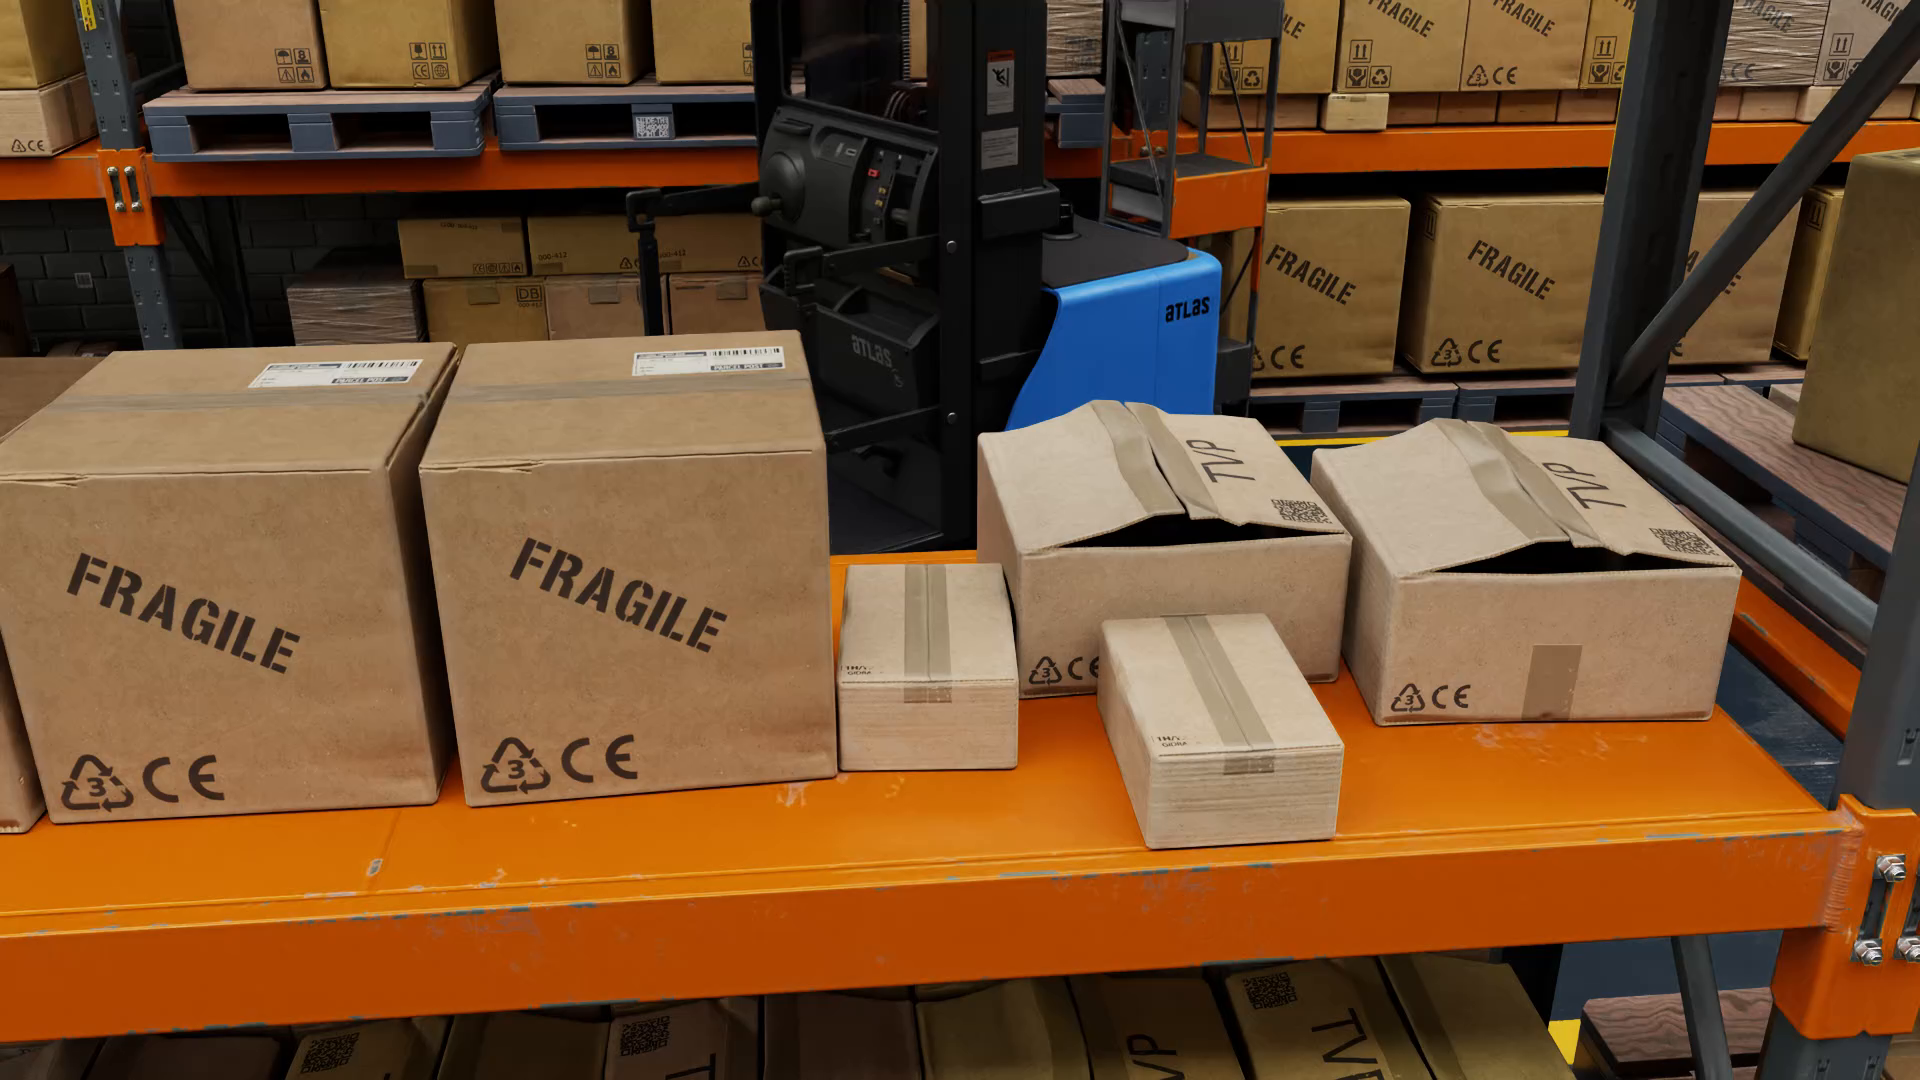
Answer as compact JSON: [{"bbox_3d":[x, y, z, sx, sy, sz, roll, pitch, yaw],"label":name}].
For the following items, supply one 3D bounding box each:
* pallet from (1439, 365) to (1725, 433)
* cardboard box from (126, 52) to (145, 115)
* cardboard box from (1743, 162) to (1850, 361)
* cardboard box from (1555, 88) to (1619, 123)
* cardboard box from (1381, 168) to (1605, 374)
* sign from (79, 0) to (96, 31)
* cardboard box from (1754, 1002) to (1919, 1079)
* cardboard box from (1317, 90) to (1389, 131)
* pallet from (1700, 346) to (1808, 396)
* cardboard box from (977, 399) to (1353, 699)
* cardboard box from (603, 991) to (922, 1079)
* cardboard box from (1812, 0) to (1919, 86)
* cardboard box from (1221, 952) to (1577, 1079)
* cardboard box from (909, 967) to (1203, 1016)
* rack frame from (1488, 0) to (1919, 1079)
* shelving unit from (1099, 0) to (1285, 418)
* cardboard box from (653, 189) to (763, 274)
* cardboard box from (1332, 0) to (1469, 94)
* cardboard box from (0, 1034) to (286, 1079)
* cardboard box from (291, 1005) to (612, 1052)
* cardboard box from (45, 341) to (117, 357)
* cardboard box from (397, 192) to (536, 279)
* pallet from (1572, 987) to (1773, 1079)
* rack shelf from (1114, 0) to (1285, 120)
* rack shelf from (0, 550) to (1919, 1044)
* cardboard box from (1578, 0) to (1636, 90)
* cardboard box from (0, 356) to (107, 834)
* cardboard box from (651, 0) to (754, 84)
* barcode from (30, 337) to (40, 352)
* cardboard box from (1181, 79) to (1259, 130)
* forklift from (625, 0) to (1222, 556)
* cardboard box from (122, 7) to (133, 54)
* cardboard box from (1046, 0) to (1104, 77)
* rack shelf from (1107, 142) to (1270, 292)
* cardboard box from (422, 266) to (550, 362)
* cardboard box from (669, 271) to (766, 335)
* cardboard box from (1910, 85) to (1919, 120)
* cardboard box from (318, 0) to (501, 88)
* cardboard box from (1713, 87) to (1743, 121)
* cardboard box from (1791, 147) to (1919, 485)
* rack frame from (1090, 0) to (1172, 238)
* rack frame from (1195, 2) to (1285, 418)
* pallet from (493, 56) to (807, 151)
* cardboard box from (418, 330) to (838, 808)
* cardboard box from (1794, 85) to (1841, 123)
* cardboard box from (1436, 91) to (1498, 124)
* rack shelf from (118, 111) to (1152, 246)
[{"bbox_3d":[2.727,-0.785,7.756,1.213,0.211,1.003,-2,24,-5],"label":"pallet"},{"bbox_3d":[-3.746,-1.860,6.901,0.500,0.250,0.500,-2,24,-5],"label":"cardboard box"},{"bbox_3d":[4.070,-1.302,7.615,0.750,0.750,0.750,-2,24,-5],"label":"cardboard box"},{"bbox_3d":[2.600,-1.890,7.094,0.250,0.149,0.380,-2,24,-5],"label":"cardboard box"},{"bbox_3d":[2.341,-1.229,7.452,0.750,0.750,0.750,-2,24,-5],"label":"cardboard box"},{"bbox_3d":[-3.196,-2.028,6.053,0.005,0.325,0.100,-2,24,-5],"label":"sign"},{"bbox_3d":[1.696,1.030,2.776,0.500,0.500,0.500,-1,24,-3],"label":"cardboard box"},{"bbox_3d":[1.599,-1.808,6.908,0.250,0.149,0.380,-2,24,-4],"label":"cardboard box"},{"bbox_3d":[3.944,-0.835,7.869,1.213,0.211,1.003,-2,24,-5],"label":"pallet"},{"bbox_3d":[0.305,-0.011,2.690,0.500,0.311,0.500,-3,24,-6],"label":"cardboard box"},{"bbox_3d":[-0.302,0.963,2.569,0.500,0.311,0.500,-2,24,-5],"label":"cardboard box"},{"bbox_3d":[3.763,-2.217,7.030,0.500,0.500,0.500,-2,24,-5],"label":"cardboard box"},{"bbox_3d":[0.717,0.920,2.665,0.500,0.311,0.500,-2,24,-4],"label":"cardboard box"},{"bbox_3d":[0.142,0.726,3.101,0.500,0.311,0.500,-3,24,-6],"label":"cardboard box"},{"bbox_3d":[1.214,-0.009,2.576,0.127,3.000,1.000,-2,24,-5],"label":"rack frame"},{"bbox_3d":[0.861,-1.243,6.448,0.503,2.100,0.431,-15,28,-32],"label":"shelving unit"},{"bbox_3d":[-1.072,-1.342,7.190,0.500,0.250,0.500,-2,24,-5],"label":"cardboard box"},{"bbox_3d":[1.755,-2.135,6.845,0.500,0.500,0.500,-2,24,-3],"label":"cardboard box"},{"bbox_3d":[-1.317,1.005,2.475,0.500,0.311,0.500,-3,24,-7],"label":"cardboard box"},{"bbox_3d":[-0.877,0.766,3.010,0.500,0.311,0.500,-3,24,-6],"label":"cardboard box"},{"bbox_3d":[-3.786,-0.724,7.132,0.250,0.166,0.380,-5,25,-12],"label":"cardboard box"},{"bbox_3d":[-2.088,-1.308,7.111,0.500,0.250,0.500,-3,24,-6],"label":"cardboard box"},{"bbox_3d":[1.961,1.251,3.175,1.213,0.211,1.003,-2,24,-5],"label":"pallet"},{"bbox_3d":[0.873,-1.873,6.176,0.480,0.518,0.431,-15,28,-32],"label":"rack shelf"},{"bbox_3d":[-0.776,0.400,2.543,4.000,0.370,1.077,-2,24,-5],"label":"rack shelf"},{"bbox_3d":[2.766,-2.178,6.943,0.500,0.500,0.500,-2,24,-4],"label":"cardboard box"},{"bbox_3d":[-1.476,0.060,2.298,0.500,0.500,0.500,-1,24,-1],"label":"cardboard box"},{"bbox_3d":[-0.981,-2.176,6.788,0.500,0.500,0.700,-2,24,-5],"label":"cardboard box"},{"bbox_3d":[-4.132,-0.869,7.393,0.075,0.075,0.001,-2,24,-5],"label":"barcode"},{"bbox_3d":[1.074,-1.825,6.947,0.250,0.149,0.380,-3,24,-6],"label":"cardboard box"},{"bbox_3d":[-0.538,-1.155,5.241,3.031,2.935,1.130,-17,29,-33],"label":"forklift"},{"bbox_3d":[-3.745,-2.200,6.743,0.500,0.500,0.500,-3,24,-6],"label":"cardboard box"},{"bbox_3d":[0.257,-2.235,6.920,0.500,0.500,0.700,-5,24,-11],"label":"cardboard box"},{"bbox_3d":[0.861,-1.230,6.453,0.480,0.518,0.431,-15,28,-32],"label":"rack shelf"},{"bbox_3d":[-2.017,-0.987,7.313,0.500,0.500,0.700,-3,24,-6],"label":"cardboard box"},{"bbox_3d":[-1.003,-1.015,7.376,0.500,0.500,0.700,-2,24,-5],"label":"cardboard box"},{"bbox_3d":[4.147,-1.917,7.155,0.250,0.149,0.380,-2,24,-4],"label":"cardboard box"},{"bbox_3d":[-2.190,-2.124,6.670,0.500,0.500,0.700,0,24,0],"label":"cardboard box"},{"bbox_3d":[3.127,-1.904,7.125,0.250,0.149,0.380,-3,24,-7],"label":"cardboard box"},{"bbox_3d":[1.830,-0.317,2.630,0.500,0.500,0.700,-11,26,-23],"label":"cardboard box"},{"bbox_3d":[0.724,-2.011,7.081,0.127,3.000,1.000,-2,24,-5],"label":"rack frame"},{"bbox_3d":[1.062,-1.295,6.577,0.015,2.100,0.400,-15,28,-32],"label":"rack frame"},{"bbox_3d":[-1.242,-1.828,6.905,1.213,0.211,1.003,-2,24,-5],"label":"pallet"},{"bbox_3d":[-0.454,0.019,2.391,0.500,0.500,0.500,-4,24,-8],"label":"cardboard box"},{"bbox_3d":[3.628,-1.891,7.096,0.250,0.149,0.380,-2,24,-5],"label":"cardboard box"},{"bbox_3d":[2.094,-1.881,7.074,0.250,0.149,0.380,-2,24,-4],"label":"cardboard box"},{"bbox_3d":[-1.266,-1.602,7.047,4.000,0.370,1.077,-2,24,-5],"label":"rack shelf"}]
